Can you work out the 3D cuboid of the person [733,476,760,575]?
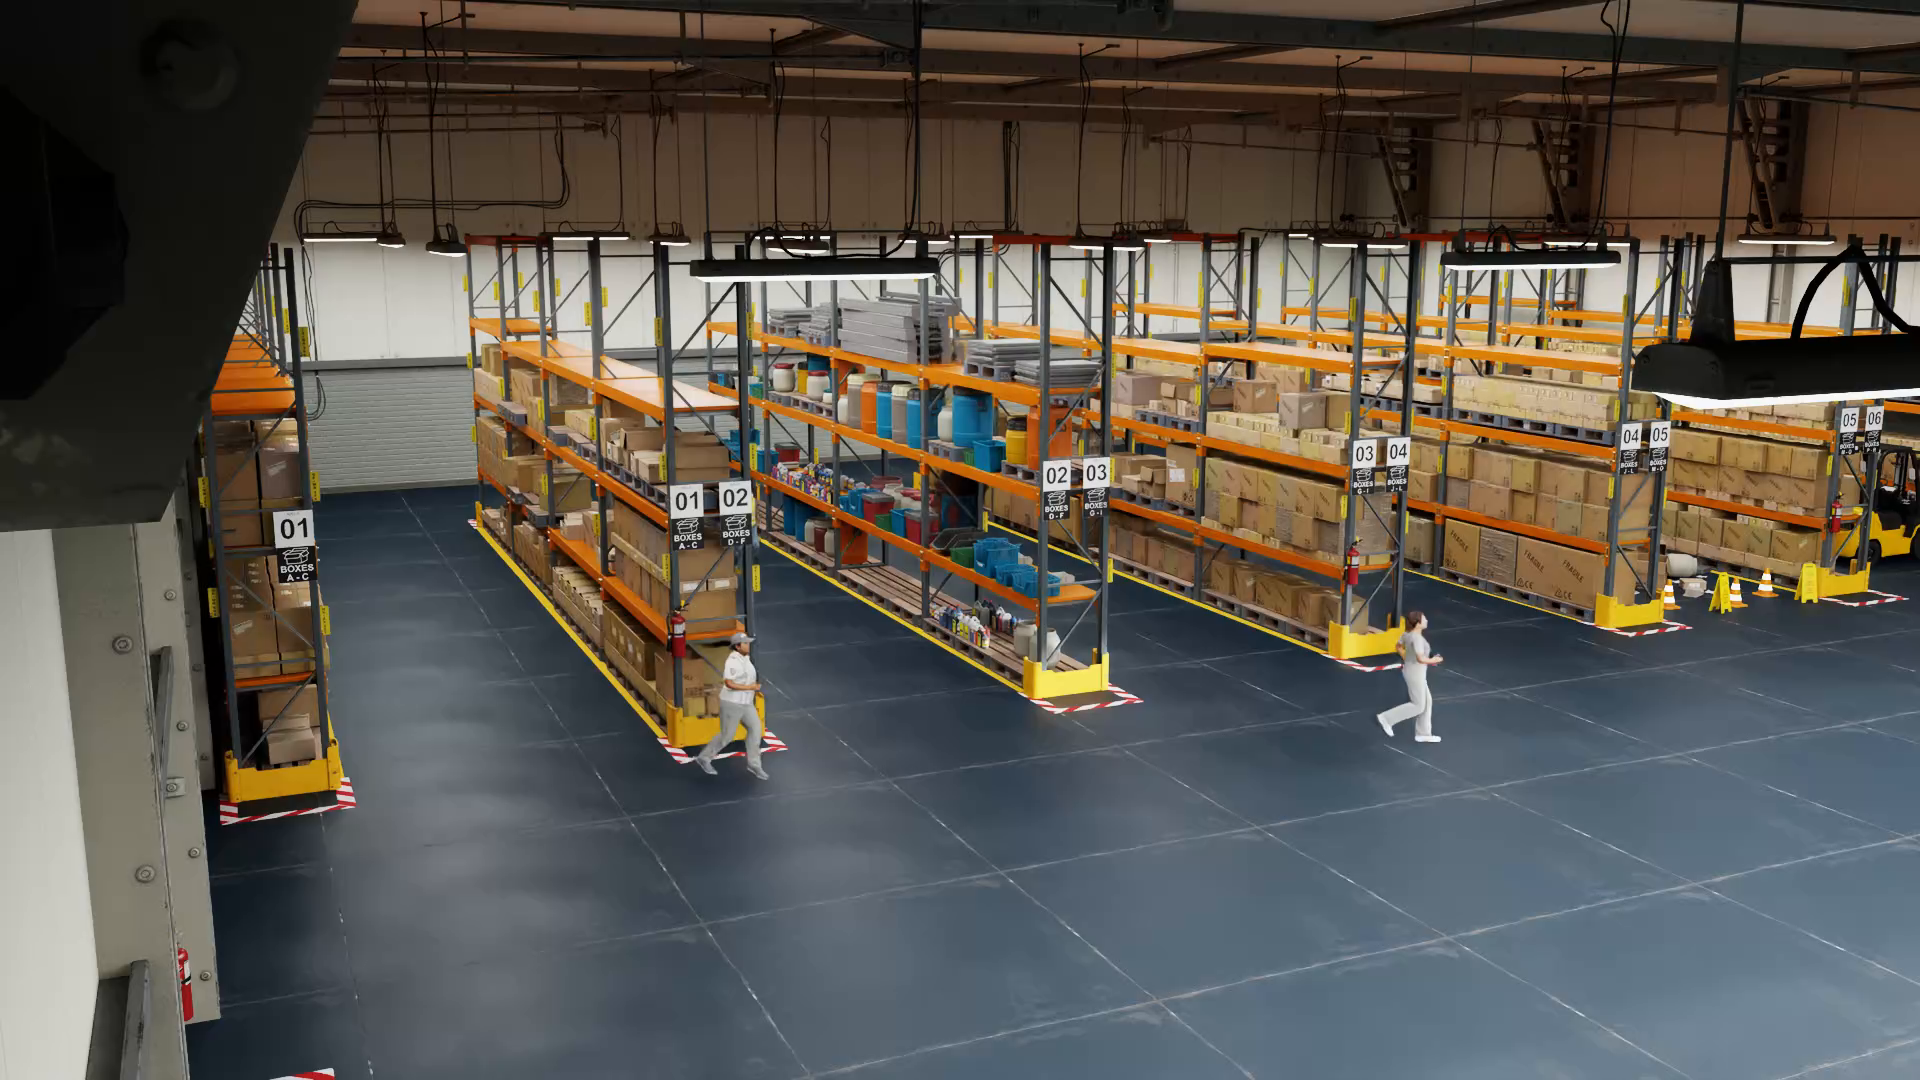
[{"bbox_3d":[-3.709,-0.220,28.514,0.677,1.794,0.744,-6,13,-30],"label":"person"}]

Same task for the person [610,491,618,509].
[{"bbox_3d":[-7.264,-1.050,34.348,0.561,1.621,0.756,-8,14,-36],"label":"person"}]

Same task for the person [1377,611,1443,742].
[{"bbox_3d":[5.486,1.658,20.227,0.794,1.641,0.577,0,11,0],"label":"person"}]

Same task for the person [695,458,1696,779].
[{"bbox_3d":[5.478,0.603,25.014,14.046,1.976,15.924,2,11,12],"label":"person"}]
